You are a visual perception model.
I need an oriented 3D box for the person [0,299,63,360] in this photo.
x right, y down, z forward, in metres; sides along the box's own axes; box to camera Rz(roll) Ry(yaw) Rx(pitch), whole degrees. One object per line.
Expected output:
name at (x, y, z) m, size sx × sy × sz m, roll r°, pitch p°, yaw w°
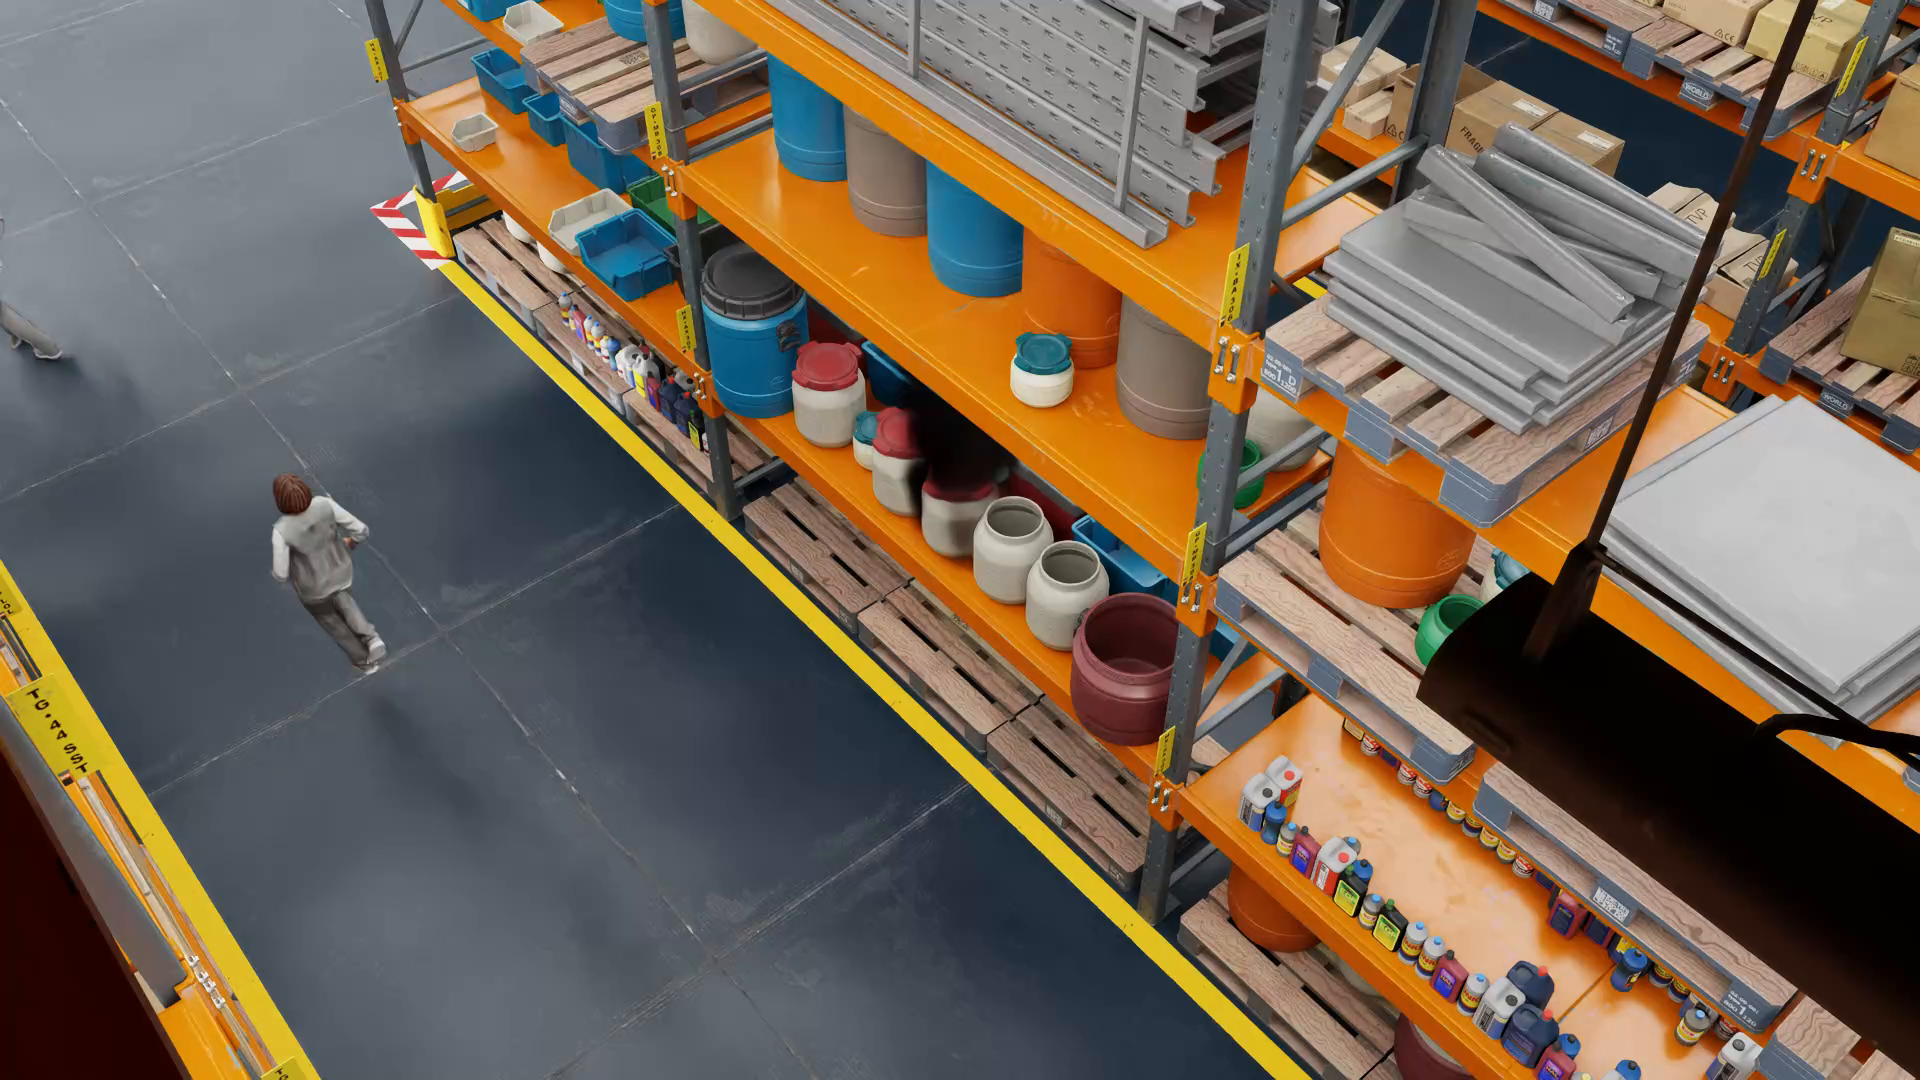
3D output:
person at (-6.903, -1.843, 11.600) m, size 0.657 × 1.713 × 0.585 m, roll 9°, pitch 47°, yaw 9°

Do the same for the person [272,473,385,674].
person at (-3.554, 0.199, 9.354) m, size 0.483 × 1.561 × 0.512 m, roll 33°, pitch 55°, yaw 27°
